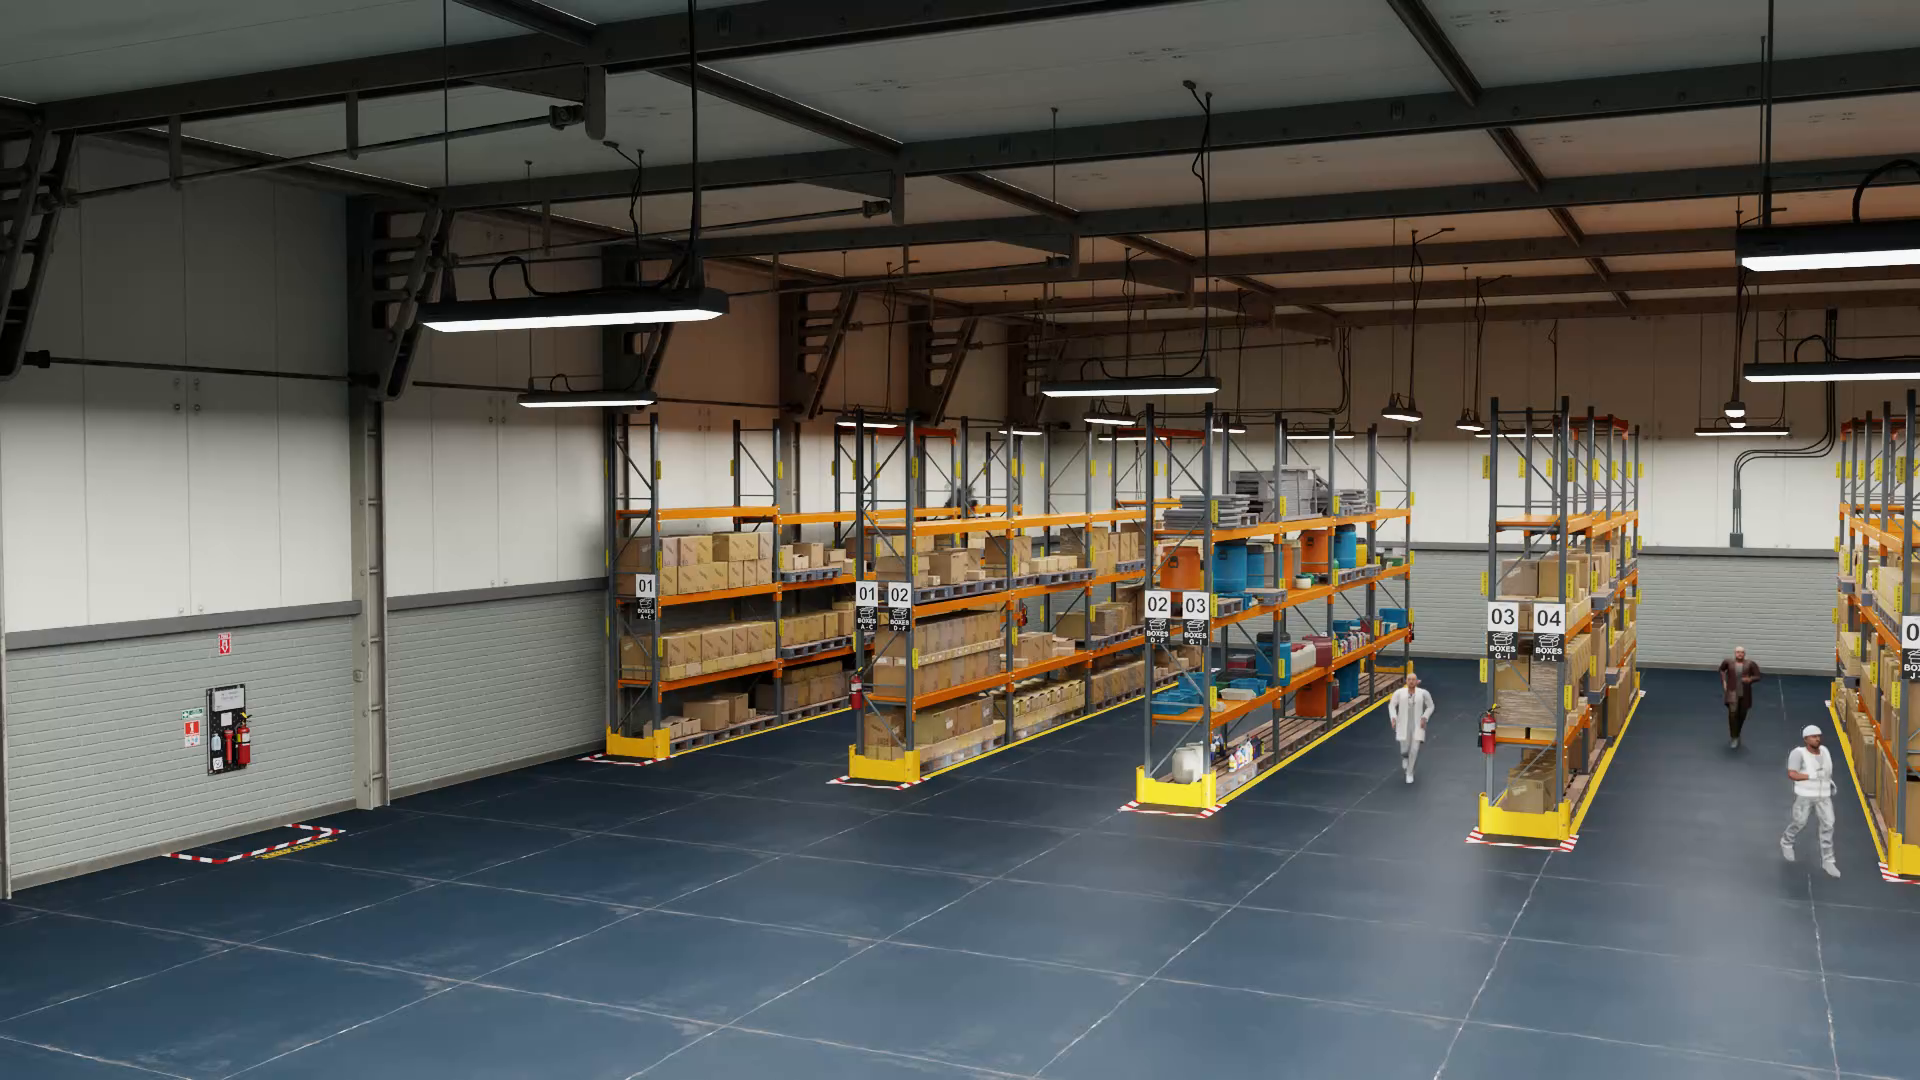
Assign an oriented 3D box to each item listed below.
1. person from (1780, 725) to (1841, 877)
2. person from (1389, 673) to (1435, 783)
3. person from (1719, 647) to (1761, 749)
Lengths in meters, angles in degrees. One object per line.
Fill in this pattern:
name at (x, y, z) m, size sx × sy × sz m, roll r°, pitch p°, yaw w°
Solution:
person at (10.652, 3.213, 20.793) m, size 0.689 × 1.800 × 0.943 m, roll 0°, pitch 2°, yaw -5°
person at (7.298, 3.022, 26.888) m, size 0.724 × 1.752 × 0.653 m, roll 1°, pitch 2°, yaw 16°
person at (14.232, 2.852, 30.346) m, size 0.668 × 1.836 × 1.086 m, roll 1°, pitch 3°, yaw 18°
